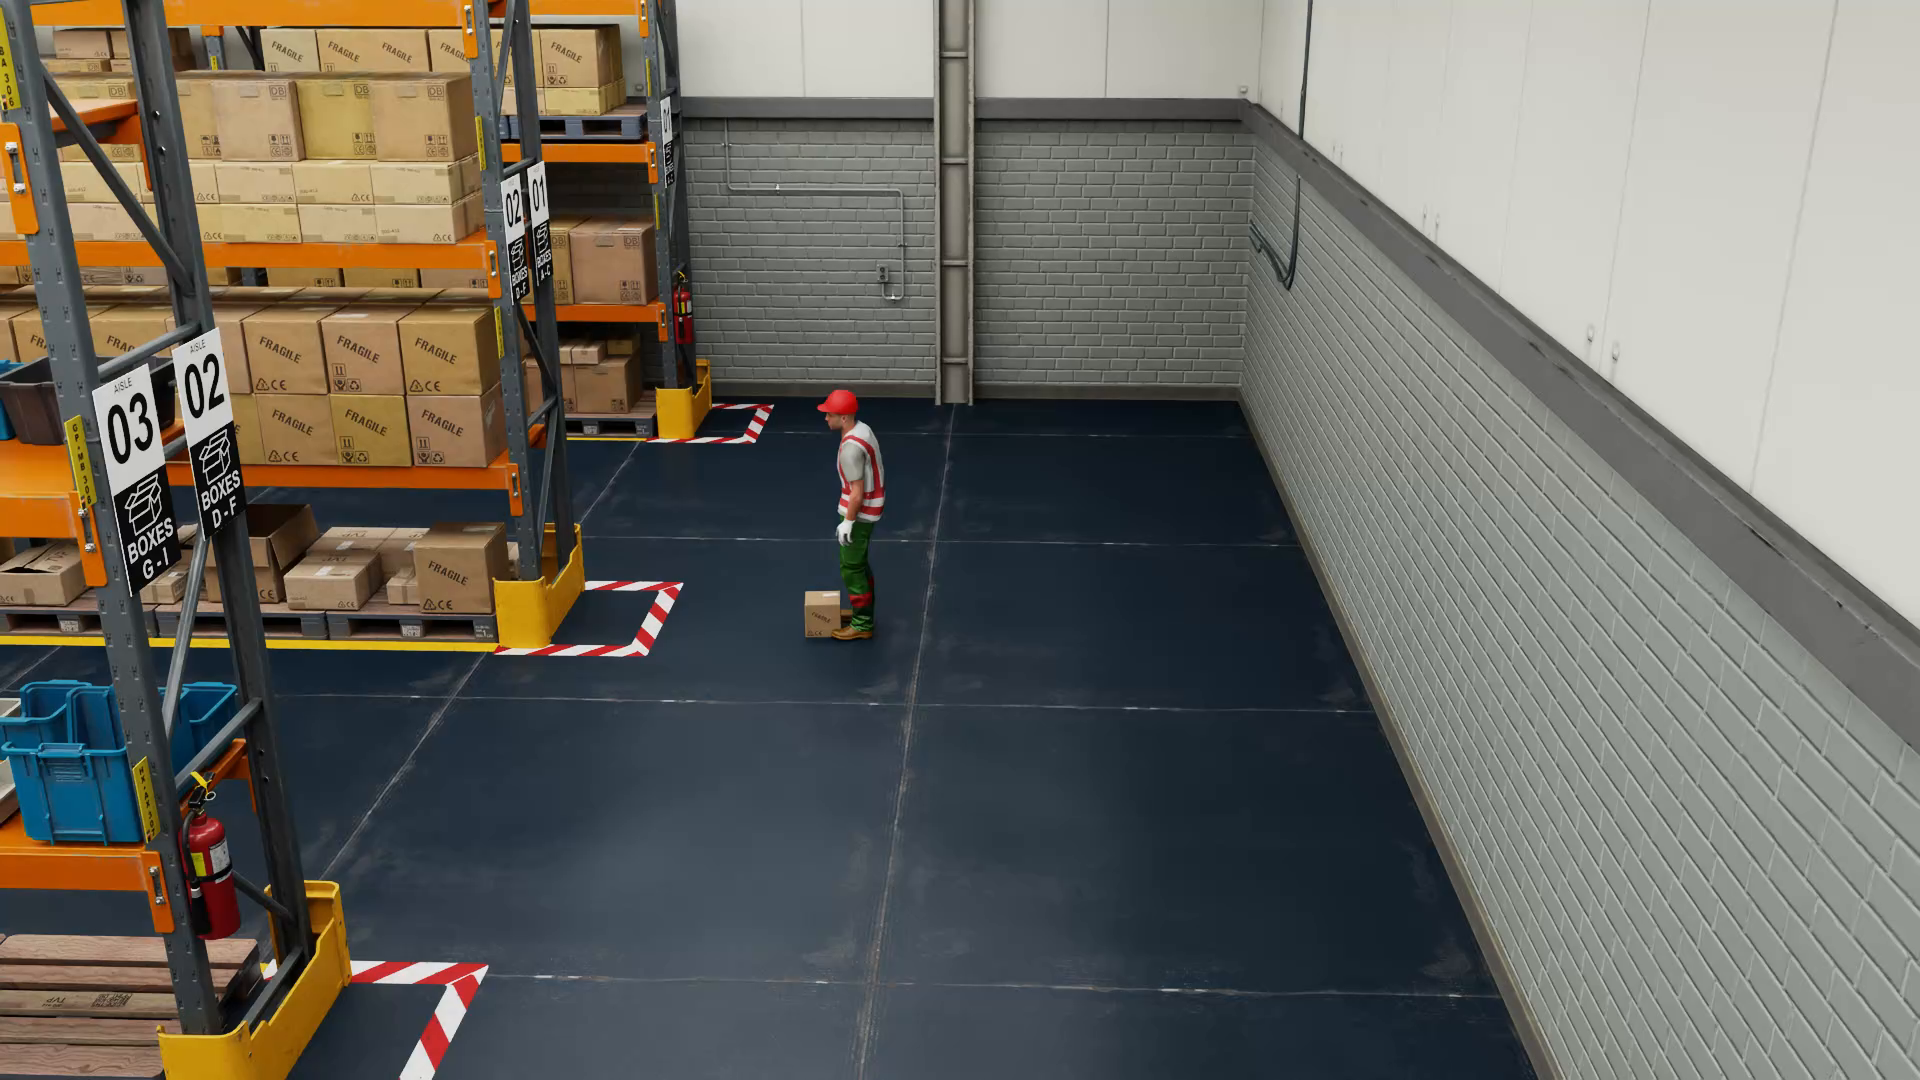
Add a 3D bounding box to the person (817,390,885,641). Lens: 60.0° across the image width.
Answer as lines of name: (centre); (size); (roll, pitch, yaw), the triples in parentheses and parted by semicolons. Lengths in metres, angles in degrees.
person: (-0.742, -0.185, 11.551); (0.449, 1.779, 0.608); (1, 21, 2)
